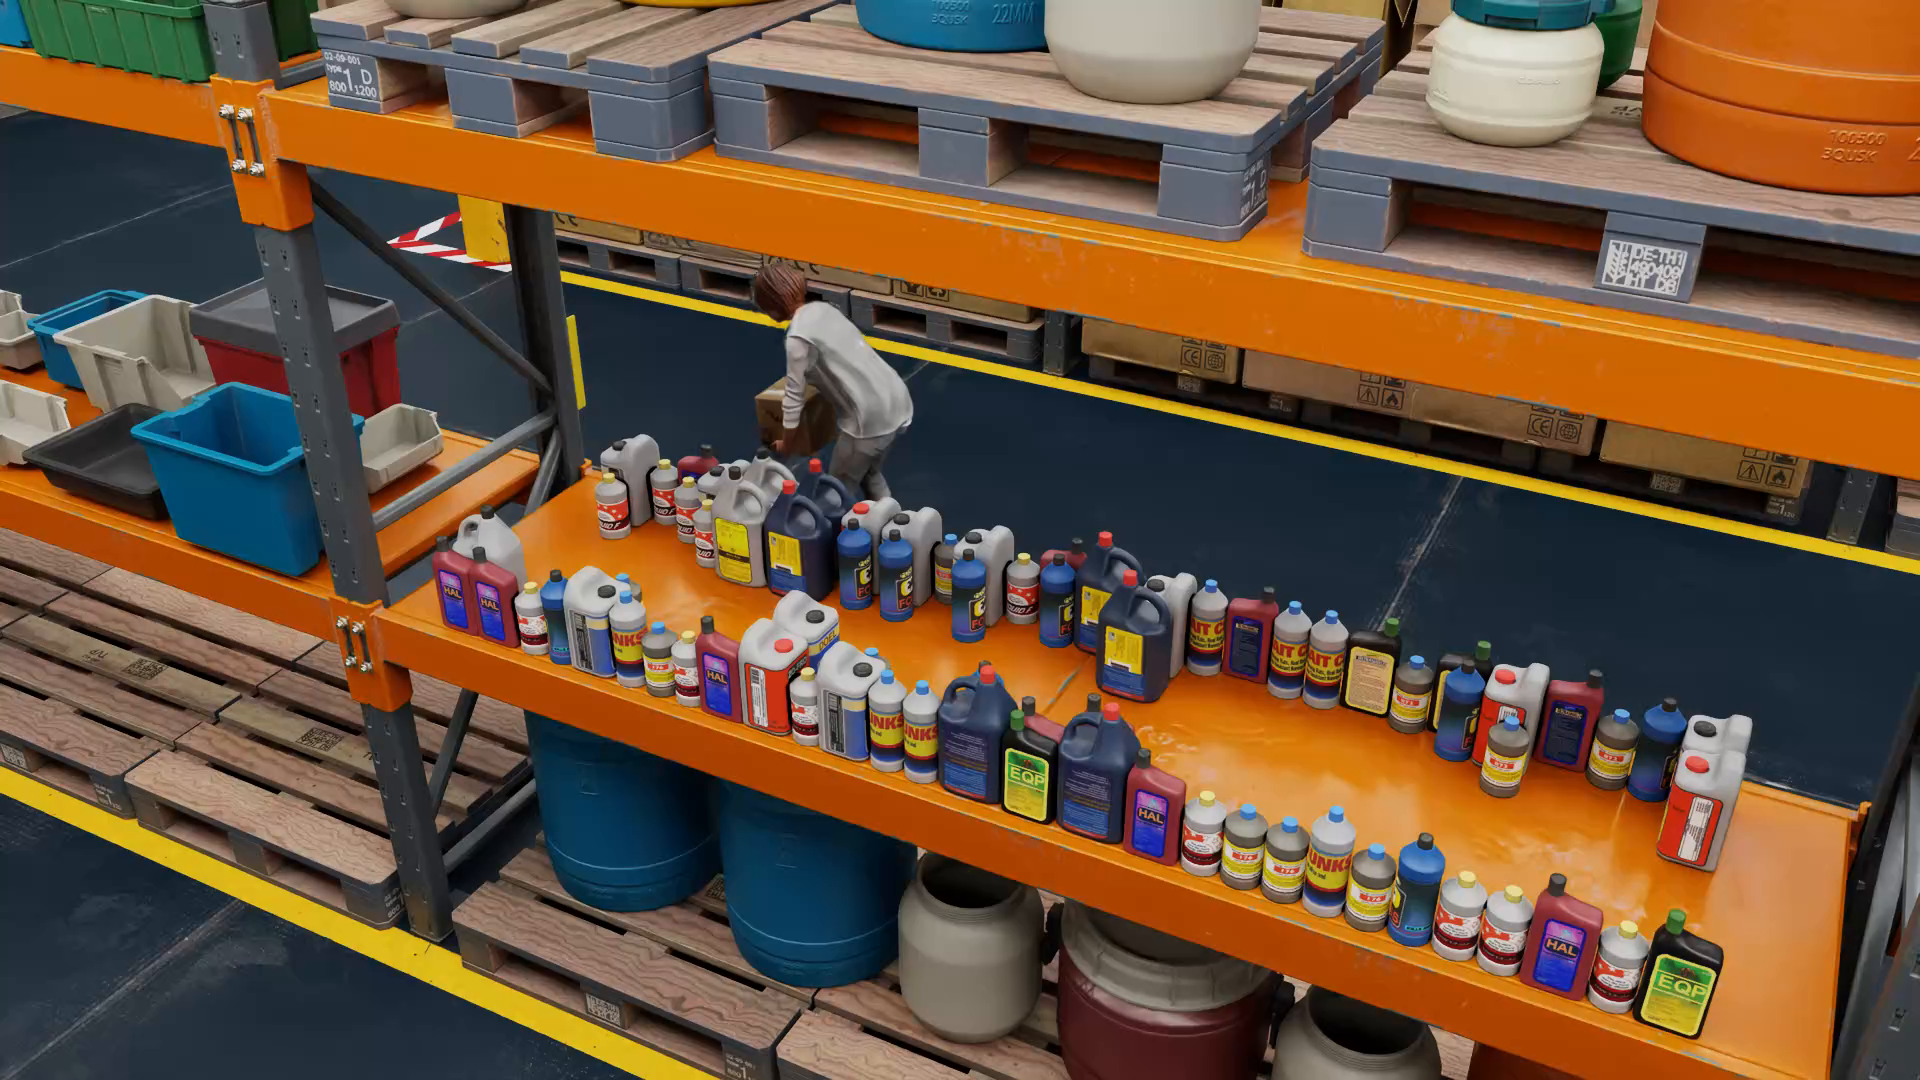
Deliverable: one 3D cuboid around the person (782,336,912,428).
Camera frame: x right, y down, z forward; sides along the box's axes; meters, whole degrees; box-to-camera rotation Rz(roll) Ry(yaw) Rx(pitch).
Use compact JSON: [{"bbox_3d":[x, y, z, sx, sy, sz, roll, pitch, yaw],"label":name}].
[{"bbox_3d":[-0.460,-0.703,6.939,0.498,0.471,0.369,14,33,22],"label":"person"}]
